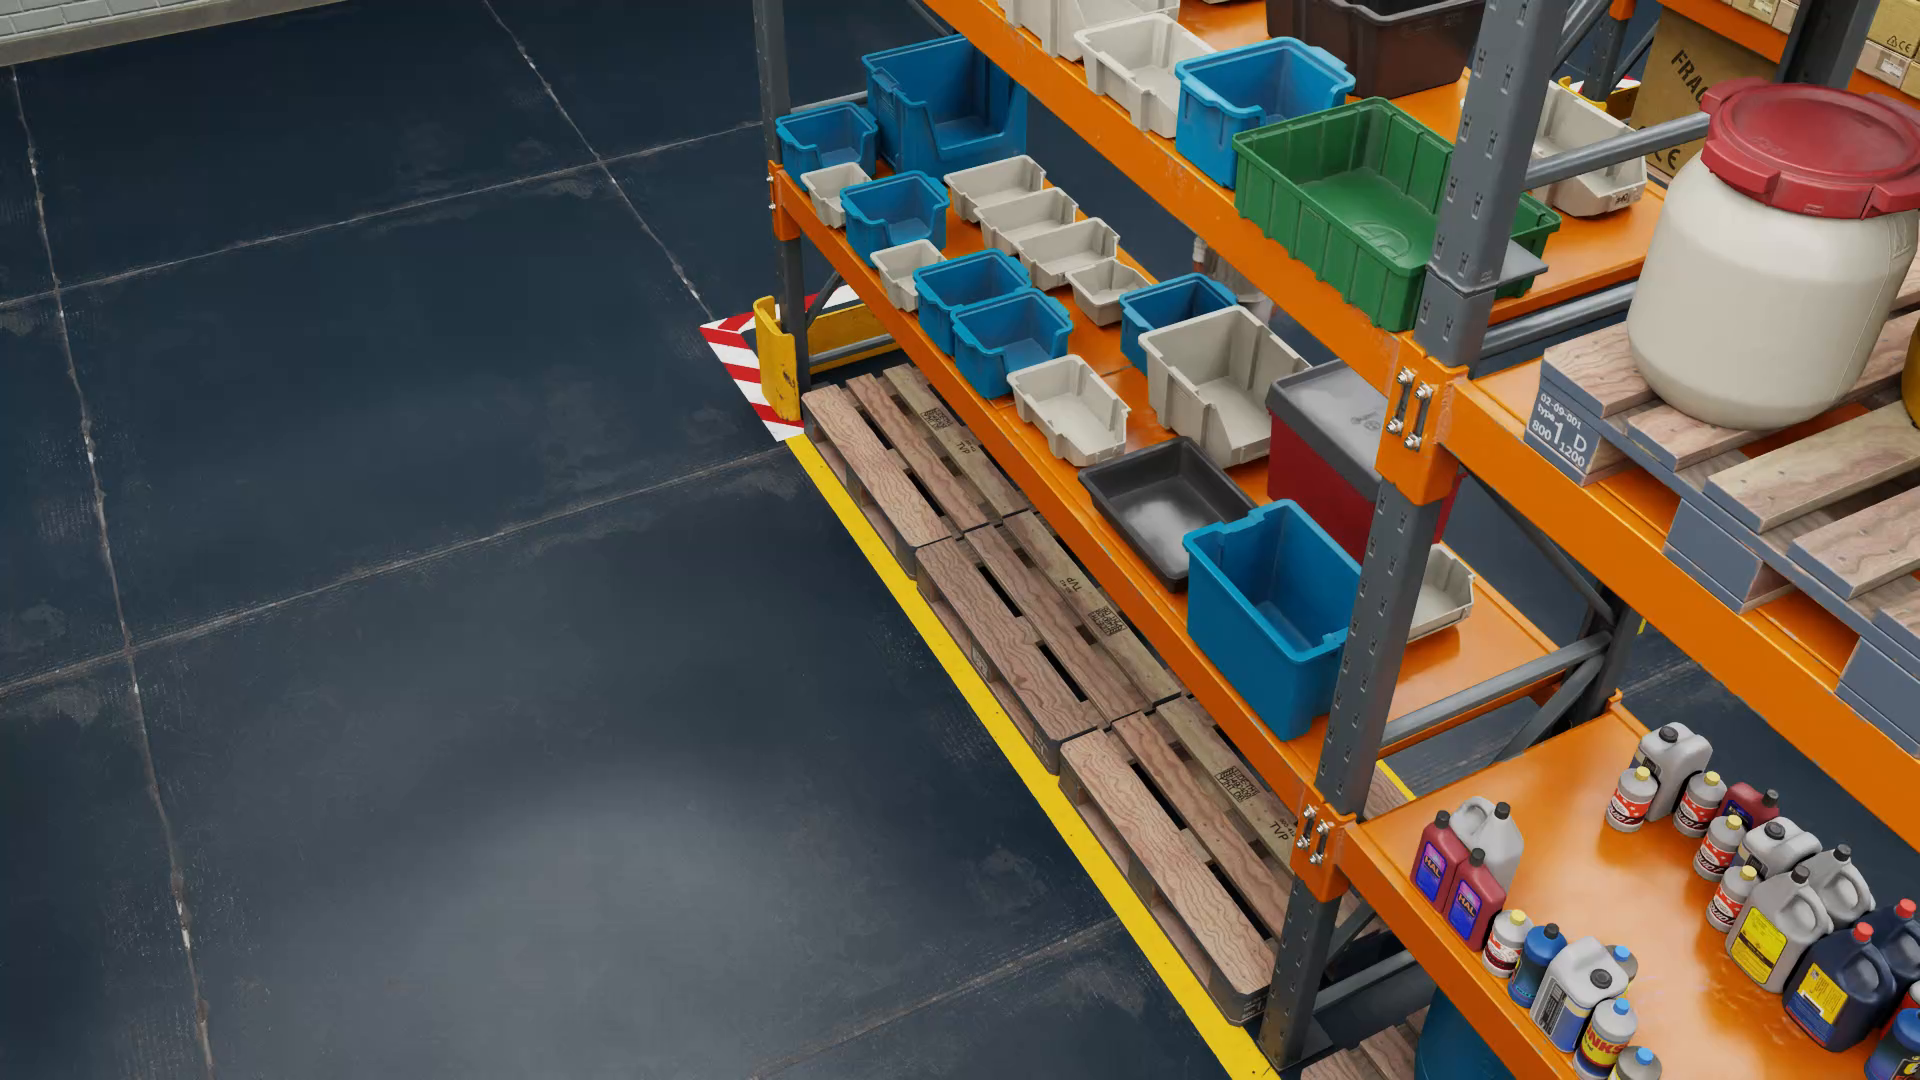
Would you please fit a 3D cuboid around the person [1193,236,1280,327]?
[{"bbox_3d":[1.231,-1.122,7.398,0.417,1.583,0.618,8,42,9],"label":"person"}]
